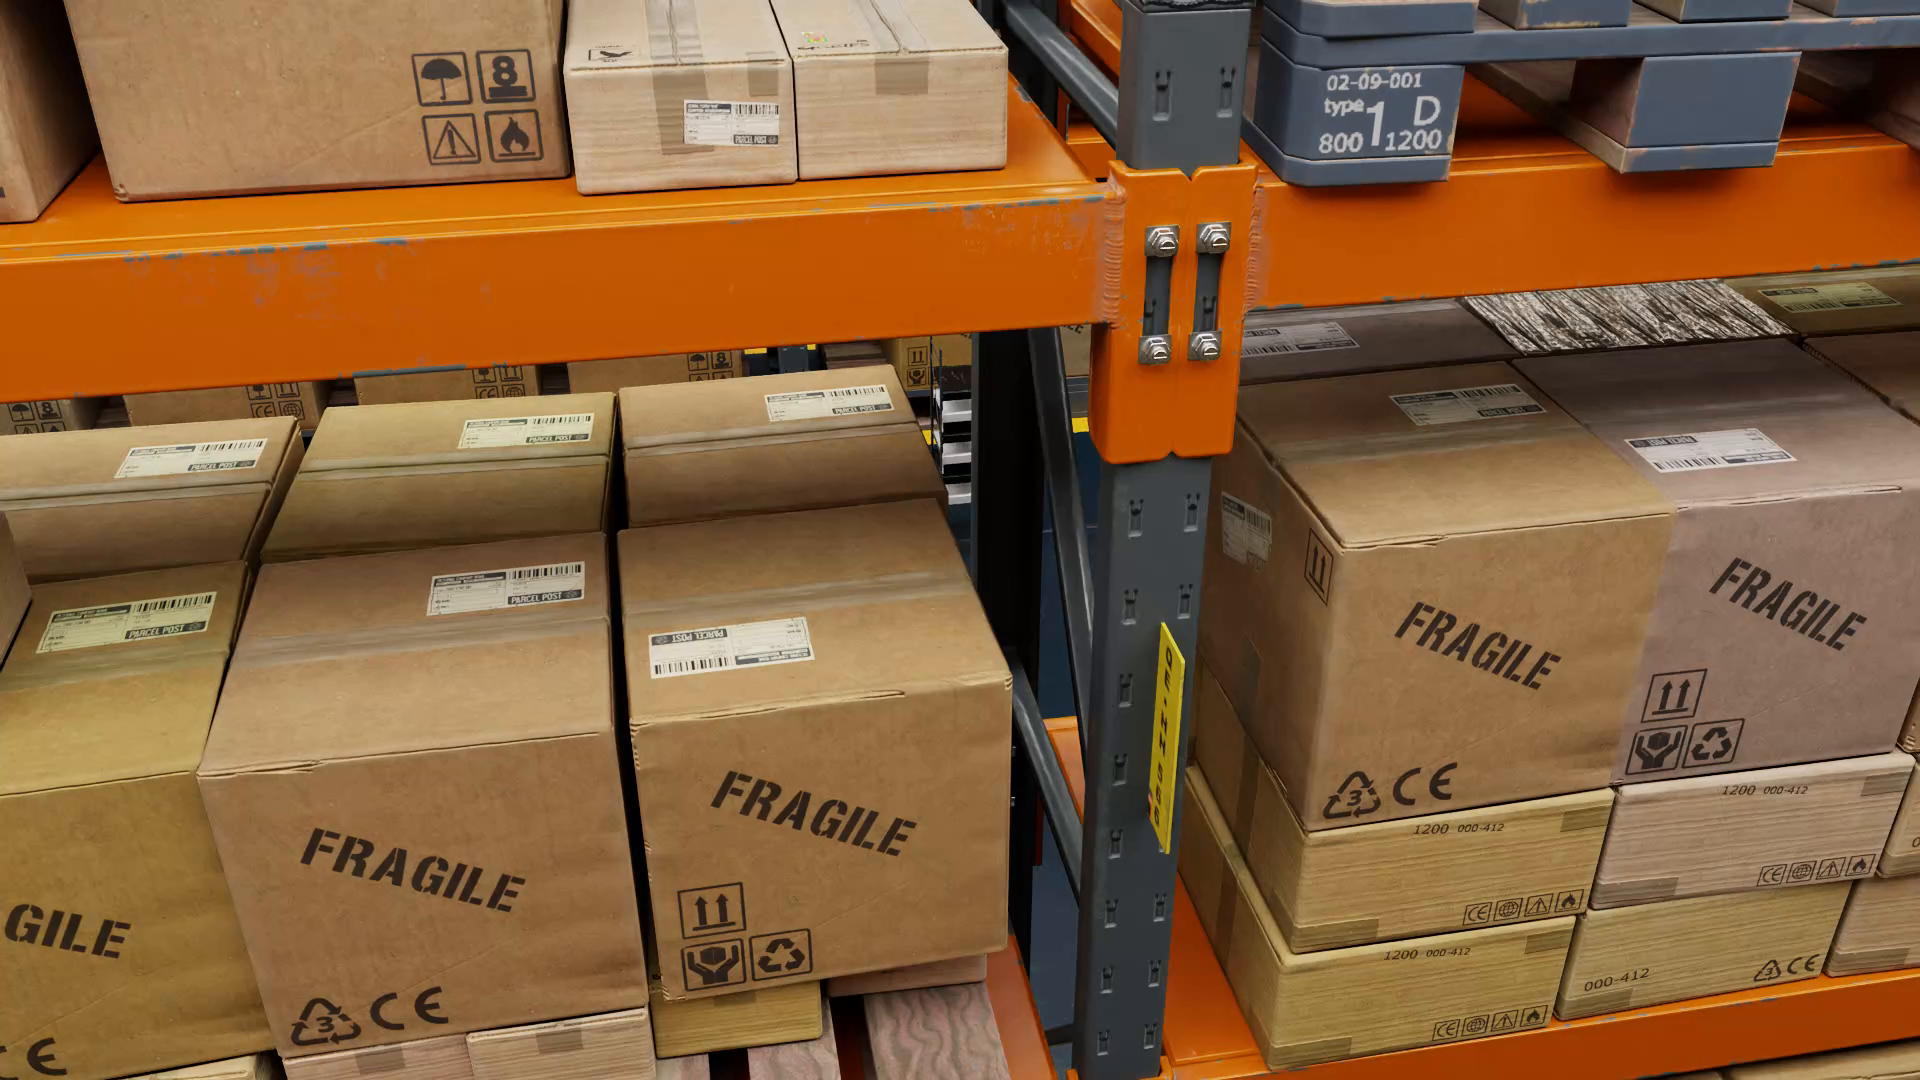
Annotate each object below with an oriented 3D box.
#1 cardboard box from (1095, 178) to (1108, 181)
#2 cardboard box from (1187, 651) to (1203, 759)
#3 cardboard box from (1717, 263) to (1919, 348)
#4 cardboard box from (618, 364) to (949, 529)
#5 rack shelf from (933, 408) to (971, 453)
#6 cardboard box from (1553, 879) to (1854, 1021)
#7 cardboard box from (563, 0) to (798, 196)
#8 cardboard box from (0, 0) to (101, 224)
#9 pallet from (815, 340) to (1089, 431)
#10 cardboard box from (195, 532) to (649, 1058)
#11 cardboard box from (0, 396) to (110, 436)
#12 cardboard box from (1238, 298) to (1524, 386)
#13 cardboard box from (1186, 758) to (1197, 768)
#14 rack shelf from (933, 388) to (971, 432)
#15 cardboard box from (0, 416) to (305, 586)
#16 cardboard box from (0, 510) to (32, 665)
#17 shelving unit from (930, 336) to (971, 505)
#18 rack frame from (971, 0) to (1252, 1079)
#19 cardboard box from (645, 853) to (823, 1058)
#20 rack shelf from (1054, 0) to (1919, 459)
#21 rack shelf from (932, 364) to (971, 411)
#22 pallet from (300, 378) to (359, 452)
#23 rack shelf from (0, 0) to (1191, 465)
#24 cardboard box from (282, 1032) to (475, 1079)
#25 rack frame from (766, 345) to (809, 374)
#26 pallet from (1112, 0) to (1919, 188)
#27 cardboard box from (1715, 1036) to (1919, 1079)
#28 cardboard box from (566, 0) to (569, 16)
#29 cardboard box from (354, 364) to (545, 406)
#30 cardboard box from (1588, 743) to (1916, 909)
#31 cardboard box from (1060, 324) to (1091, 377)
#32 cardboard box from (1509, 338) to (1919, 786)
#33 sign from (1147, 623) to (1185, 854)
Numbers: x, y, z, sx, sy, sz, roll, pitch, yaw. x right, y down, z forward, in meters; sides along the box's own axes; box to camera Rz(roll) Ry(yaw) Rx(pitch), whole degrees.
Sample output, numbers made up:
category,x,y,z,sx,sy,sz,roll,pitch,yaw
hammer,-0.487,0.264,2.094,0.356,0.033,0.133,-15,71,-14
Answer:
category,x,y,z,sx,sy,sz,roll,pitch,yaw
cardboard box,0.803,-1.701,7.996,0.500,0.250,0.500,-5,31,-8
cardboard box,0.602,0.146,3.198,0.500,0.250,0.500,-5,31,-9
cardboard box,1.626,-0.277,3.177,0.500,0.500,0.500,-5,31,-9
cardboard box,-0.313,0.041,2.915,0.500,0.500,0.500,-6,31,-10
rack shelf,0.008,-0.437,6.494,0.200,0.077,0.258,-5,31,-9
cardboard box,1.200,0.557,2.991,0.500,0.250,0.500,-6,31,-10
cardboard box,-0.344,-0.557,2.027,0.250,0.149,0.380,-5,31,-9
cardboard box,-1.324,-0.717,1.948,0.637,0.503,0.797,-5,31,-9
pallet,-0.051,-0.860,8.004,1.213,0.211,1.003,-5,31,-9
cardboard box,-0.732,0.348,2.393,0.500,0.500,0.500,-6,31,-10
cardboard box,-4.160,-0.939,7.193,0.750,0.750,1.050,-5,31,-9
cardboard box,0.633,-0.184,3.019,0.500,0.500,0.500,-6,31,-10
cardboard box,0.622,0.356,3.333,0.500,0.250,0.500,-6,31,-11
rack shelf,0.008,-0.515,6.449,0.200,0.077,0.258,-5,31,-9
cardboard box,-1.345,0.144,2.740,0.500,0.500,0.500,-5,31,-8
cardboard box,-1.387,0.125,2.131,0.250,0.149,0.380,-7,31,-11
shelving unit,0.008,-0.389,6.523,0.210,0.900,0.258,-5,31,-9
rack frame,0.171,0.467,2.996,0.127,3.000,1.000,-5,31,-9
cardboard box,-0.359,0.602,2.600,0.250,0.149,0.380,-5,31,-8
rack shelf,2.139,-0.698,2.728,4.000,0.370,1.077,-5,31,-9
rack shelf,0.008,-0.593,6.403,0.200,0.077,0.258,-5,31,-9
pallet,-2.806,-0.645,7.639,1.213,0.211,1.003,-5,31,-9
rack shelf,-1.796,-0.333,2.107,4.000,0.370,1.077,-5,31,-9
cardboard box,-0.848,0.667,2.490,0.250,0.149,0.380,-7,31,-11
rack frame,-0.820,-1.991,7.177,0.127,3.000,1.000,-5,31,-9
pallet,0.795,-0.829,2.428,1.003,0.211,1.213,-4,31,-7
cardboard box,1.744,1.101,3.600,0.875,0.875,0.875,-5,31,-8
cardboard box,-0.420,-0.800,2.325,0.258,0.266,0.396,-5,31,-9
cardboard box,-2.294,-1.110,7.484,0.750,0.750,1.050,-5,31,-8
cardboard box,1.223,0.347,2.856,0.500,0.250,0.500,-5,31,-8
cardboard box,0.416,-1.080,7.679,0.500,0.500,0.500,-5,31,-8
cardboard box,1.187,0.020,2.671,0.500,0.500,0.500,-5,31,-9
sign,0.278,0.272,2.264,0.005,0.325,0.100,-5,31,-9
